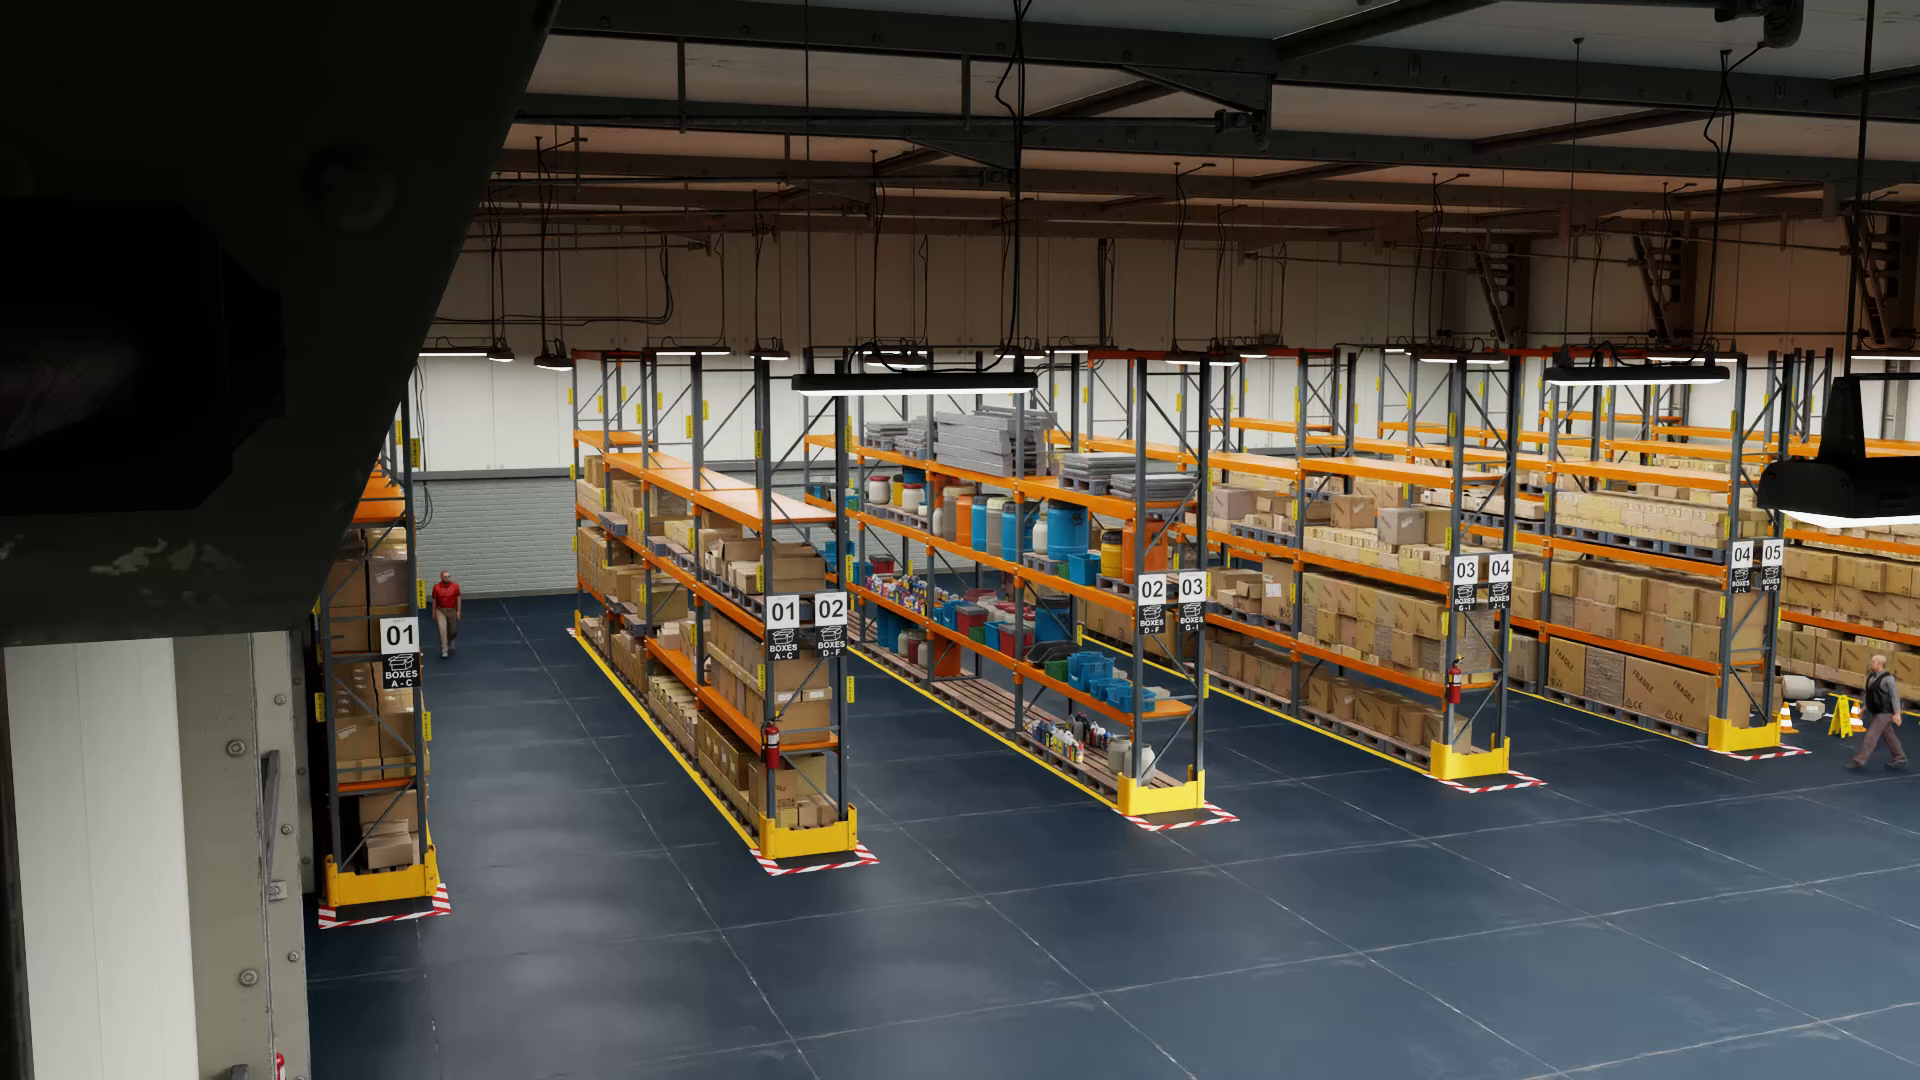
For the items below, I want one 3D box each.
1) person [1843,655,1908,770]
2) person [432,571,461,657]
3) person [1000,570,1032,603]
[{"bbox_3d":[13.301,2.484,24.134,0.991,1.656,0.573,0,7,3],"label":"person"},{"bbox_3d":[-10.116,1.417,32.763,0.547,1.674,0.951,-3,8,-24],"label":"person"},{"bbox_3d":[1.222,0.993,35.900,0.612,1.760,1.038,-2,7,-13],"label":"person"}]
